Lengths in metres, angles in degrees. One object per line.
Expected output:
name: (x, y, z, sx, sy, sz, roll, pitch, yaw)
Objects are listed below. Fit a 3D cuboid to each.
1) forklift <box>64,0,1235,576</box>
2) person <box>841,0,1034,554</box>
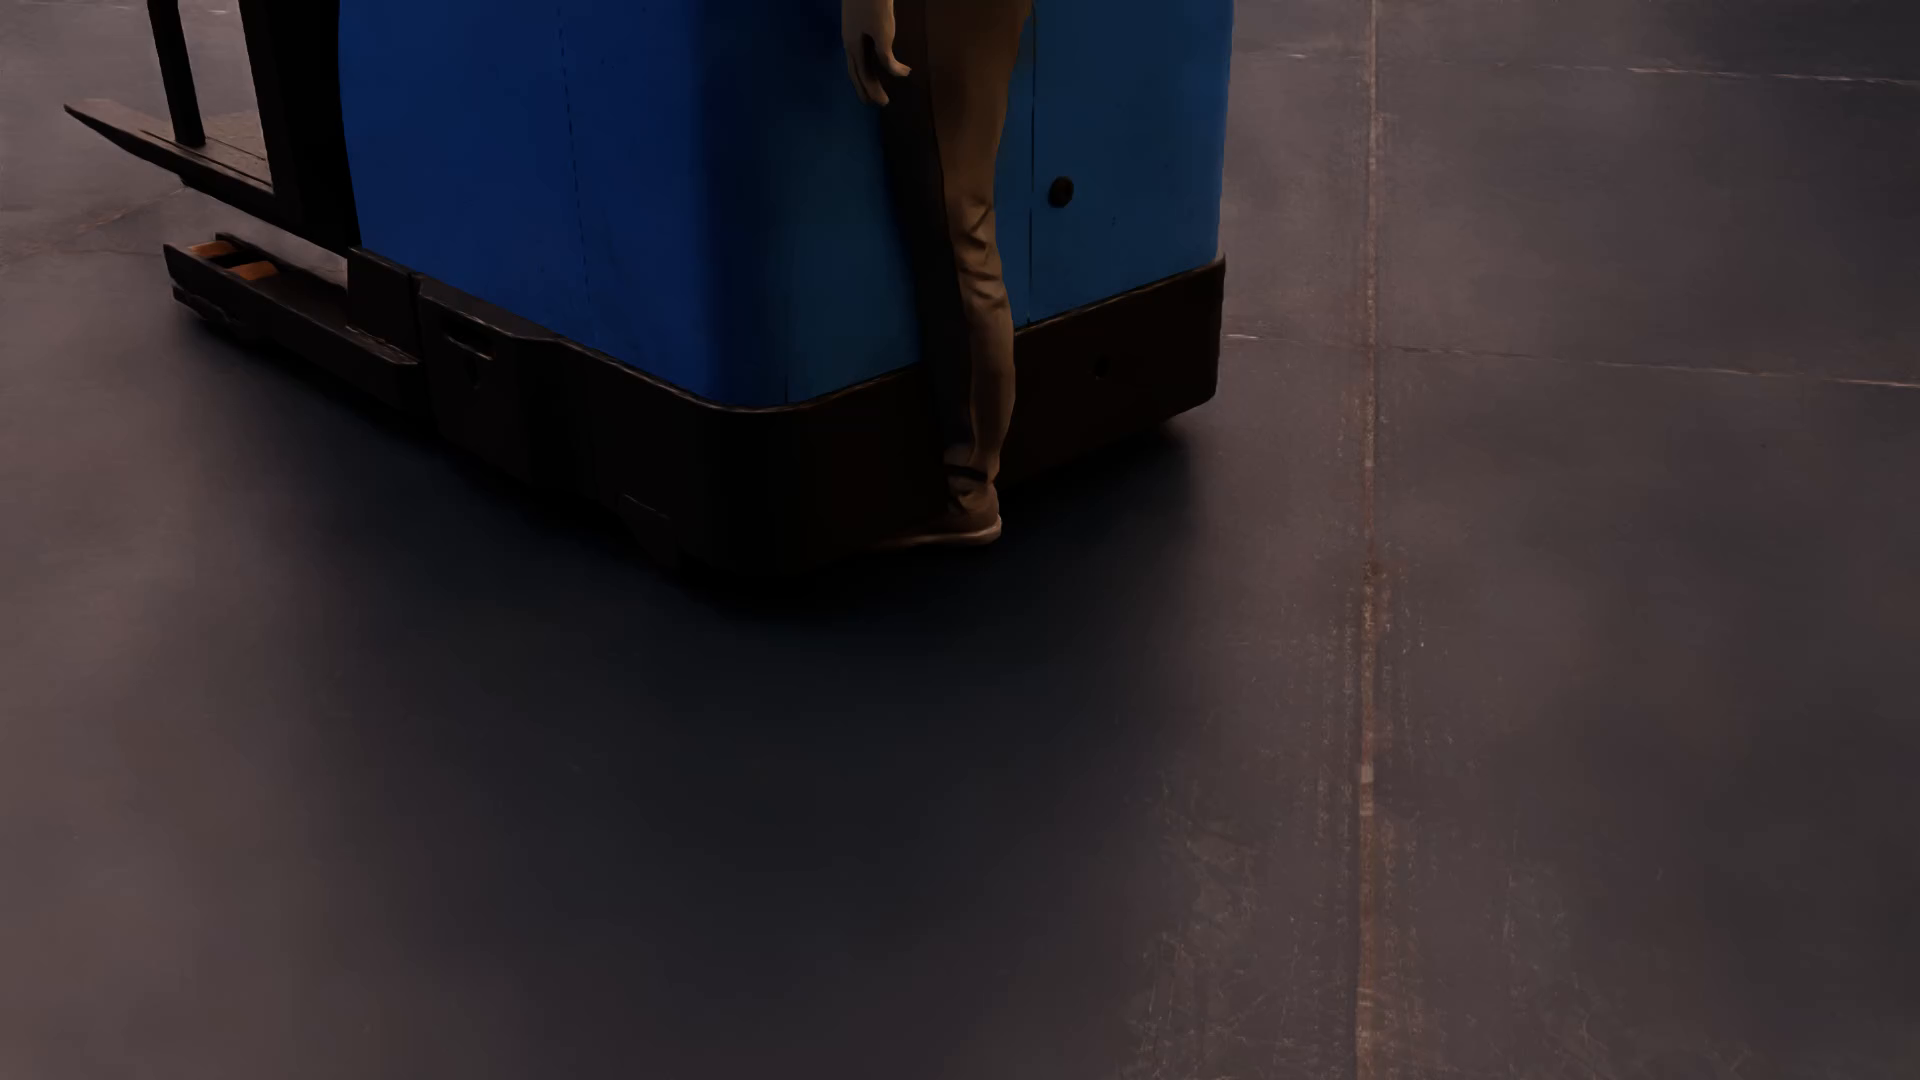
forklift: (-0.952, -1.827, 2.868, 1.130, 2.935, 3.031, -24, 35, -39)
person: (-0.112, -0.767, 2.130, 0.598, 1.695, 0.584, 6, 27, 12)
